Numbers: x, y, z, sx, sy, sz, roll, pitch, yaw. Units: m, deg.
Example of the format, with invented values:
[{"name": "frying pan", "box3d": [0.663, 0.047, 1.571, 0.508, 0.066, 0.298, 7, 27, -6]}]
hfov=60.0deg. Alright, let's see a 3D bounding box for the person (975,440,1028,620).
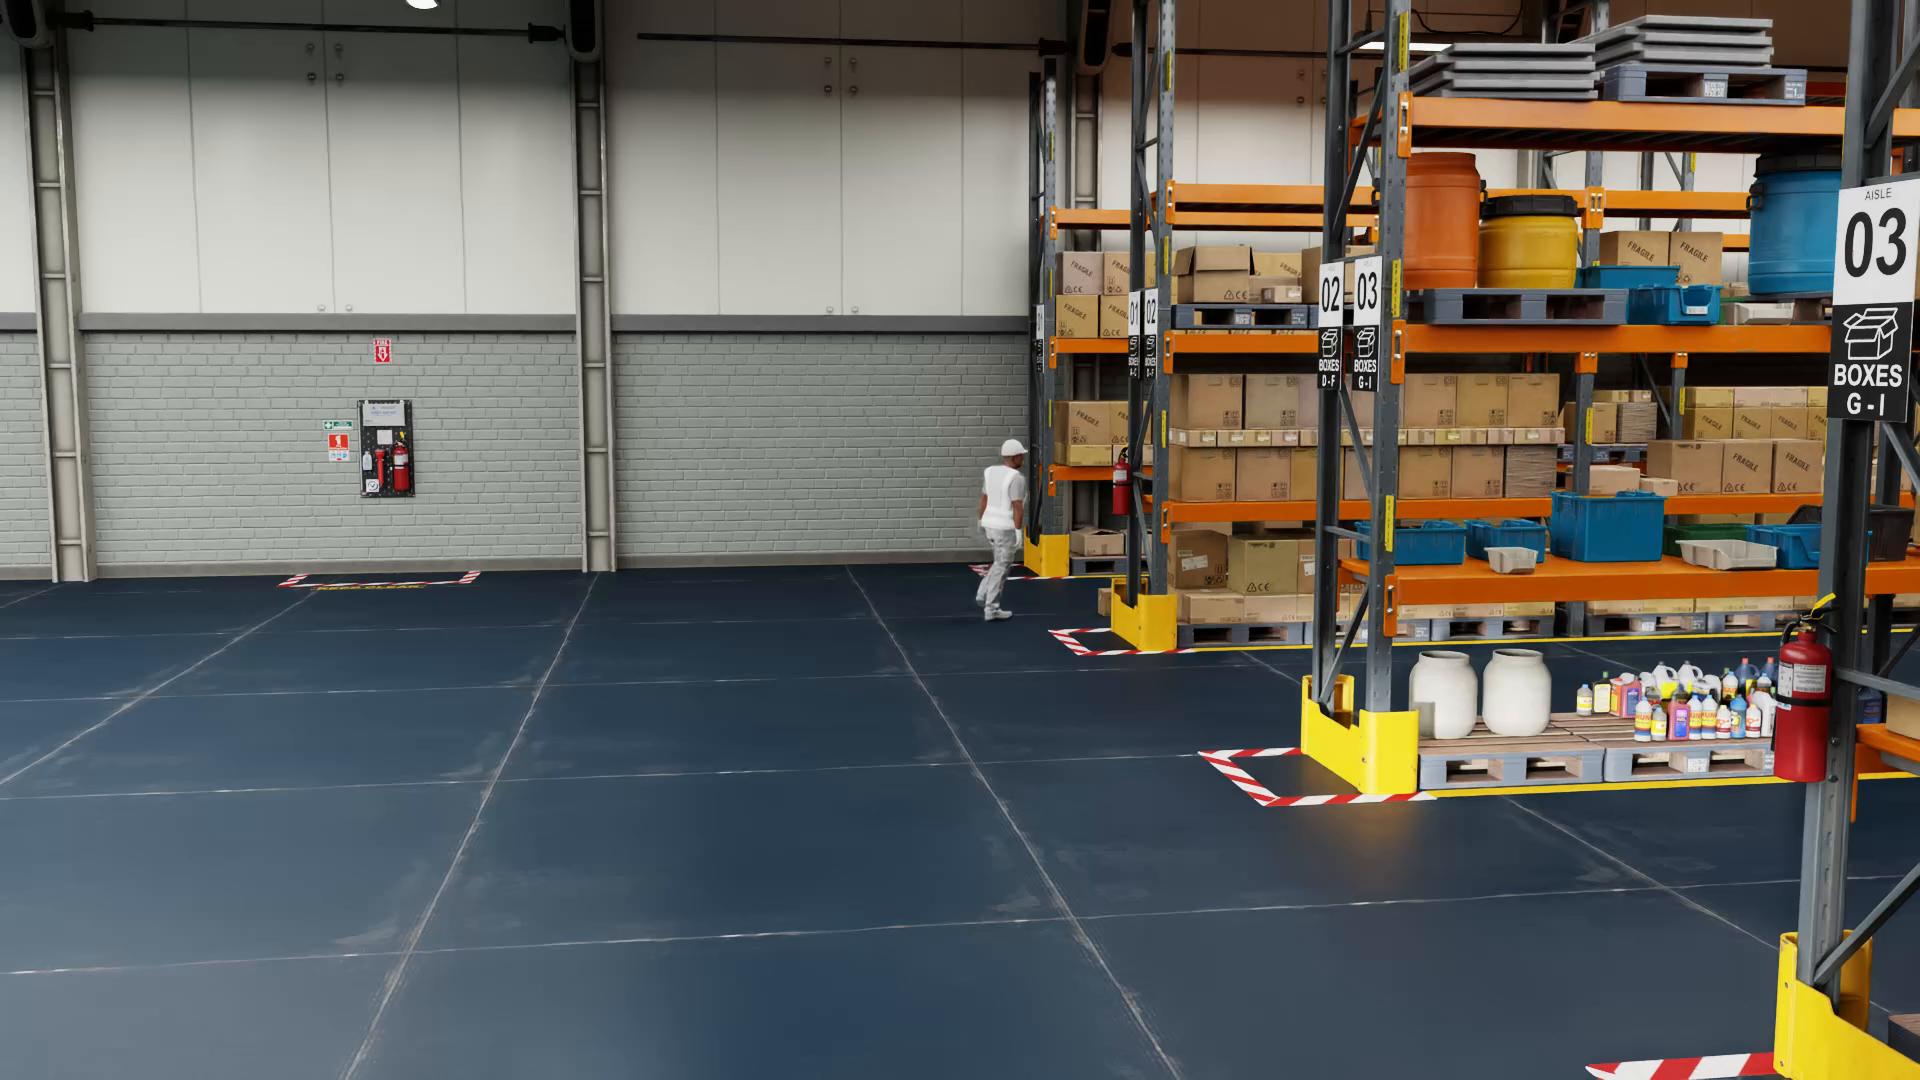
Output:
[{"name": "person", "box3d": [0.424, -0.106, 16.436, 0.482, 1.771, 0.598, -4, 8, -32]}]
